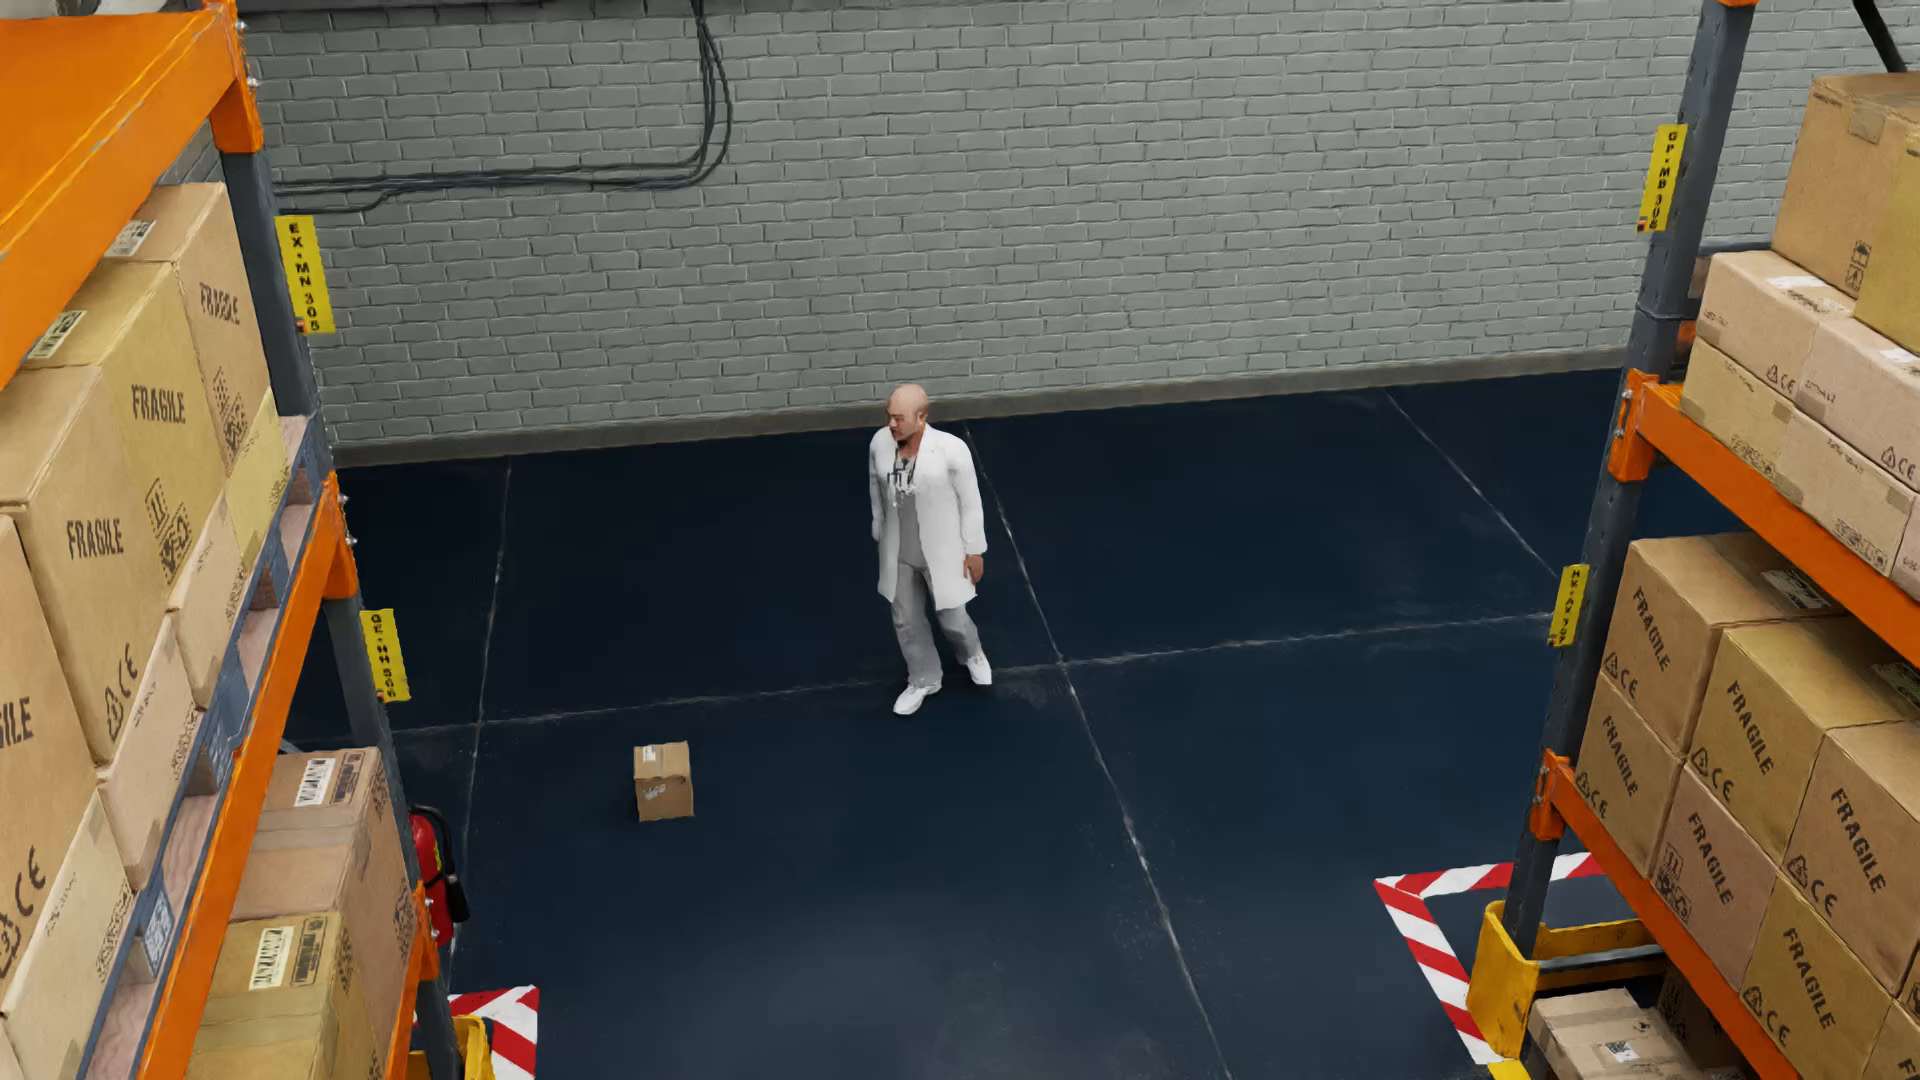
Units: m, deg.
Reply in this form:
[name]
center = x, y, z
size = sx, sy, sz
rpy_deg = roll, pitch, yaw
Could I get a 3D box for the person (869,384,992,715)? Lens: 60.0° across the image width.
[person]
center = -0.137, 0.008, 8.141
size = 0.619, 1.771, 0.604
rpy_deg = 12, 32, 20
